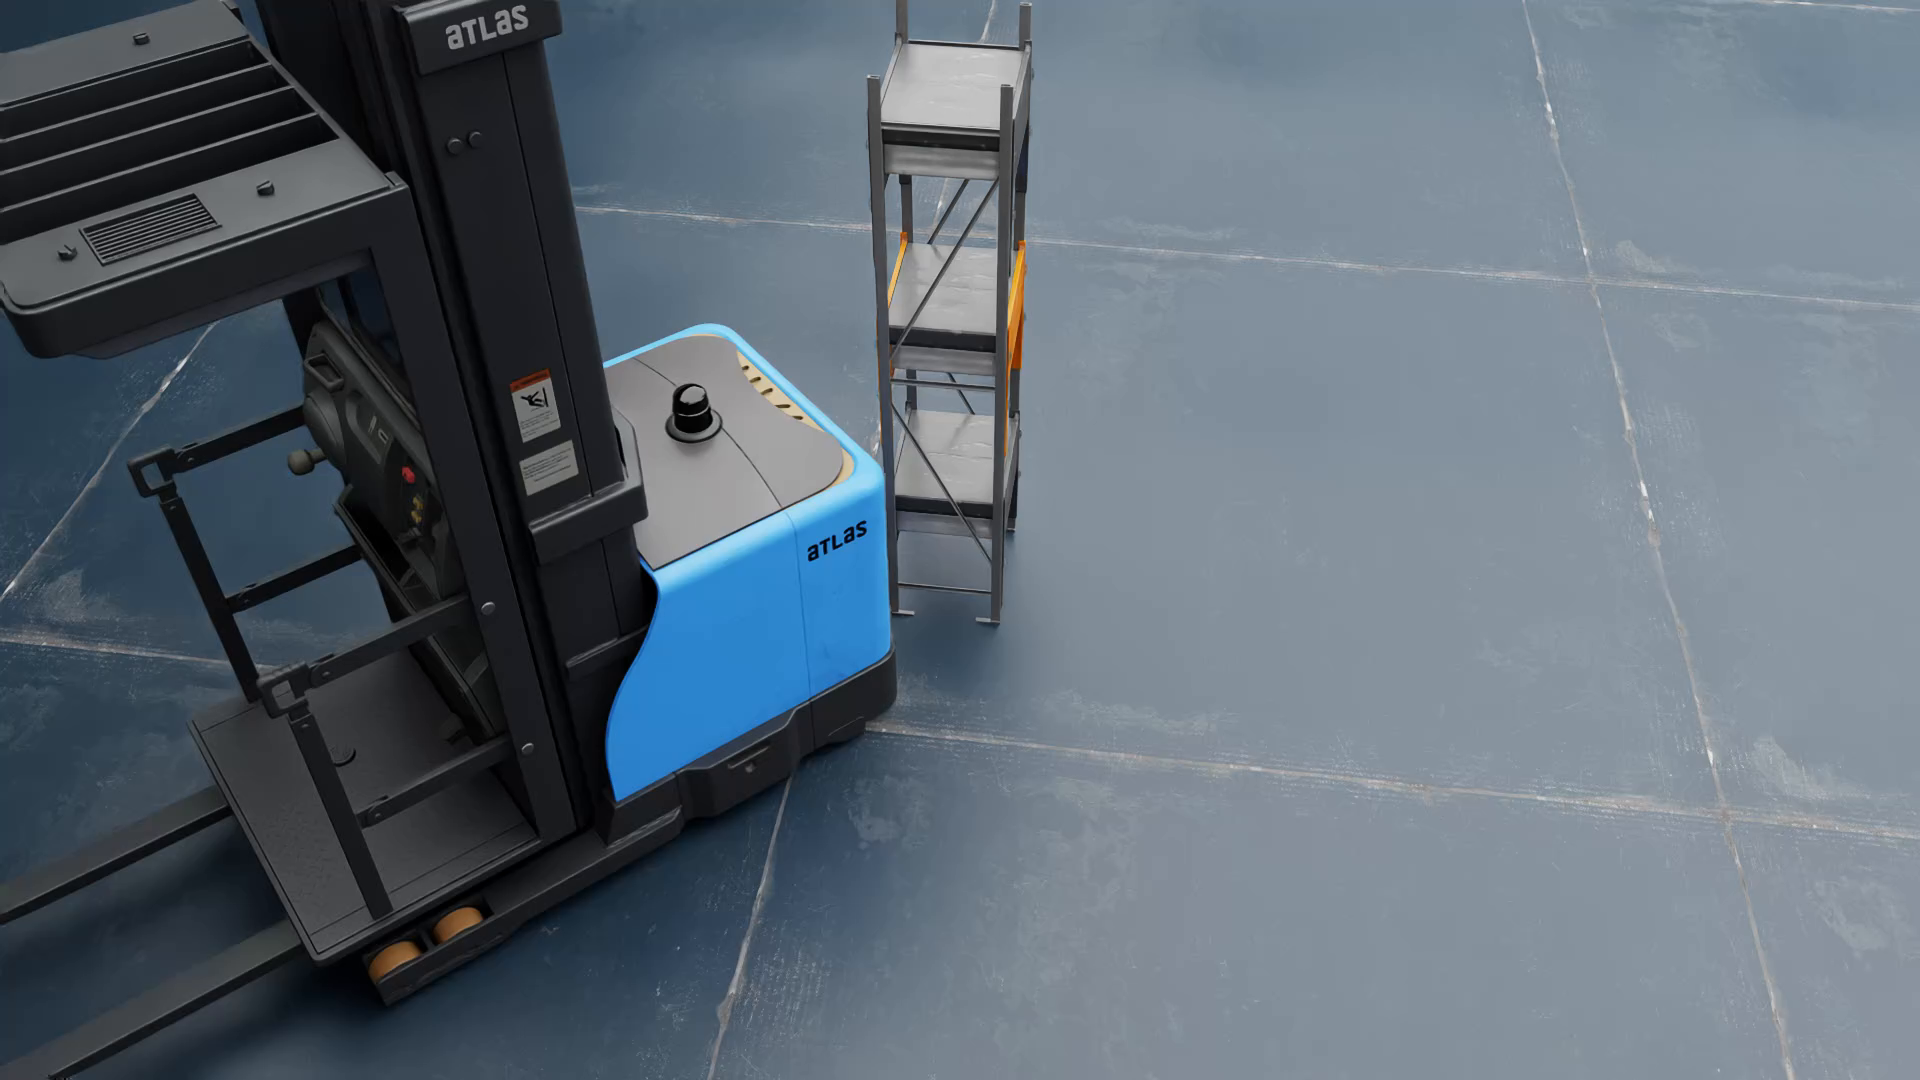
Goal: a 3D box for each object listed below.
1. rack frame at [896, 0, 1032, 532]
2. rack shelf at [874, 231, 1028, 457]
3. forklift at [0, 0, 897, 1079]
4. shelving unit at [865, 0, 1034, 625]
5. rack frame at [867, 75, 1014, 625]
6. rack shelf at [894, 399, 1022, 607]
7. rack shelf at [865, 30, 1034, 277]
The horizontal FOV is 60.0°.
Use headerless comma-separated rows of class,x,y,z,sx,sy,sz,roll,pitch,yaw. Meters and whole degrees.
rack frame,0.010,-0.816,5.585,0.400,2.100,0.015,5,44,6
rack shelf,-0.022,-0.640,5.418,0.431,0.518,0.480,5,44,6
forklift,-1.696,-0.149,4.276,3.031,2.935,1.130,-27,50,-26
shelving unit,-0.022,-0.650,5.409,0.431,2.100,0.503,5,44,6
rack frame,-0.054,-0.483,5.233,0.400,2.100,0.015,5,44,6
rack shelf,-0.022,-0.131,5.900,0.431,0.518,0.480,5,44,6
rack shelf,-0.022,-1.148,4.937,0.431,0.518,0.480,5,44,6
